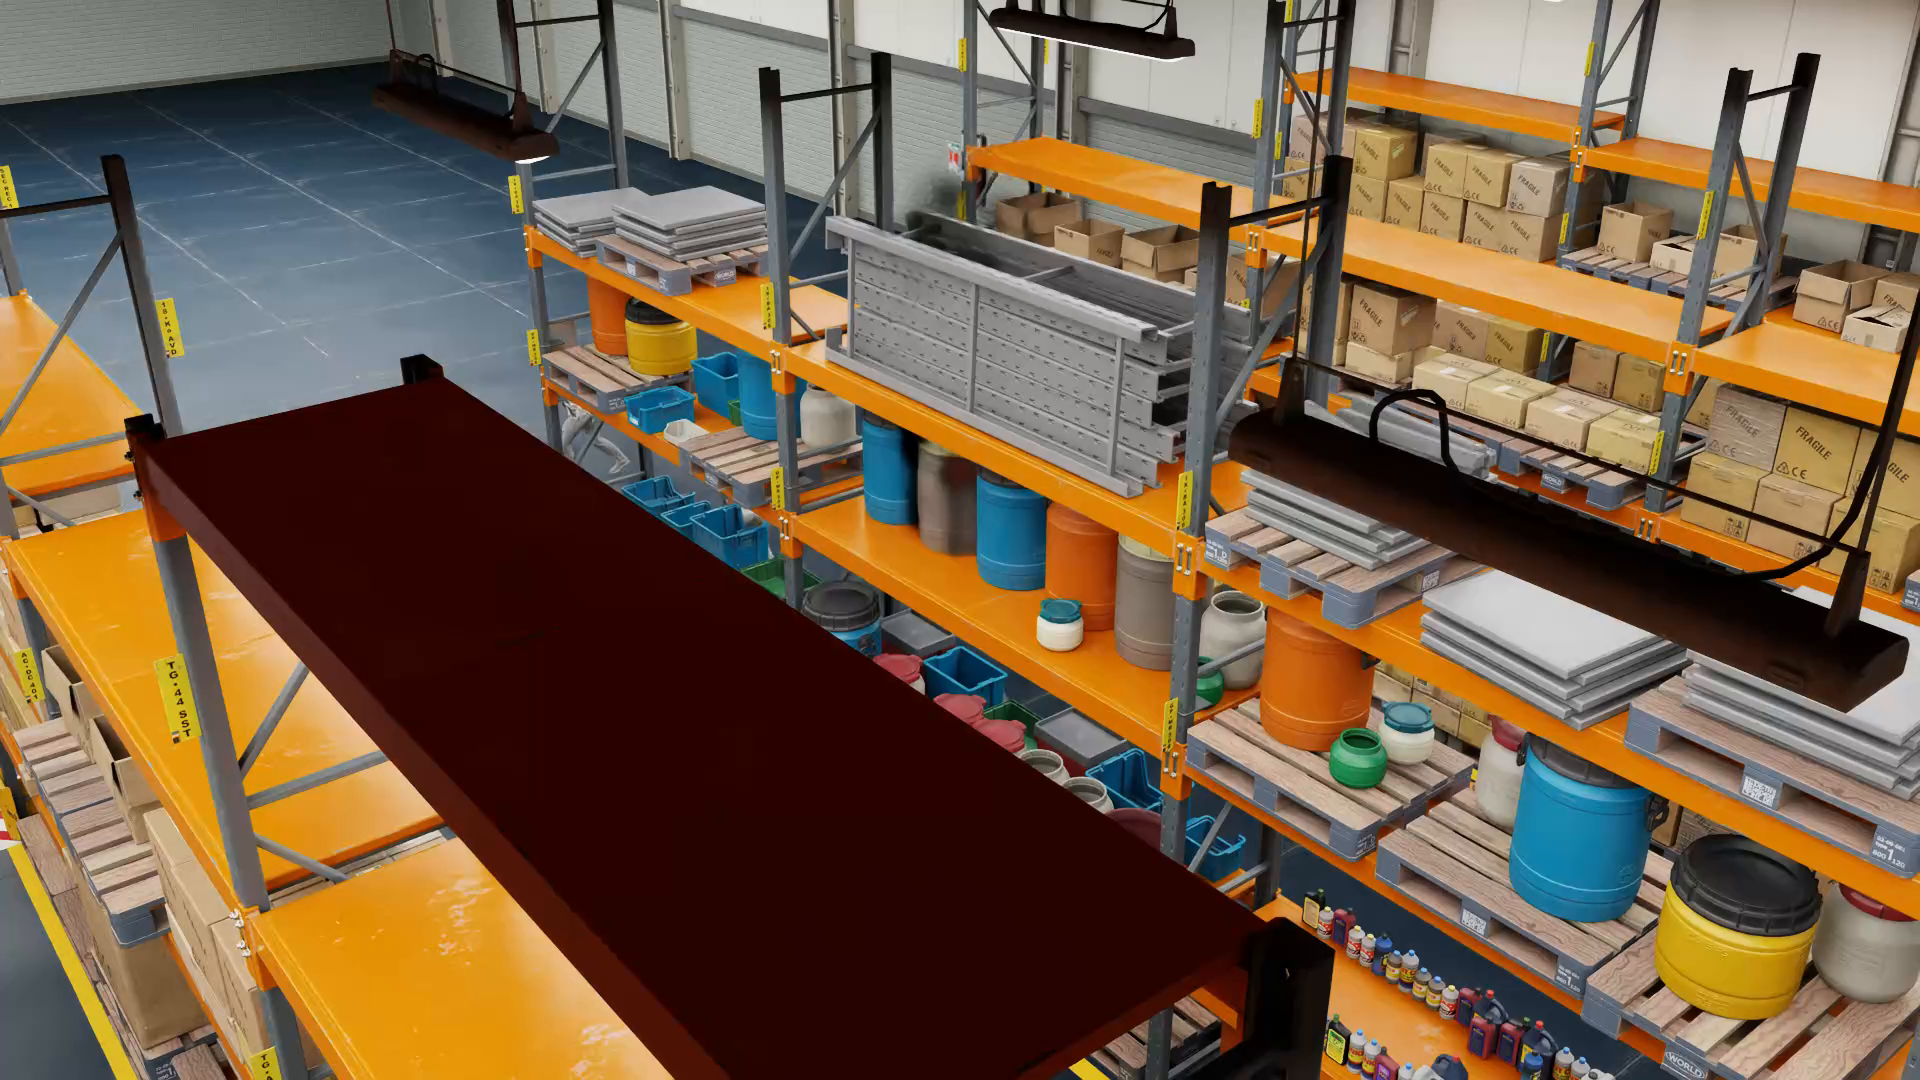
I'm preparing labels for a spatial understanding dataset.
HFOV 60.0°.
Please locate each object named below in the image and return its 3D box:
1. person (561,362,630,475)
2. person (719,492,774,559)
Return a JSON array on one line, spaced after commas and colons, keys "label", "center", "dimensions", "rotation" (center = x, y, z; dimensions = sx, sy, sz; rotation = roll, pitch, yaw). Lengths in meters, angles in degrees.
[{"label": "person", "center": [-4.342, -1.426, 19.273], "dimensions": [0.883, 1.739, 0.623], "rotation": [-1, 26, -3]}, {"label": "person", "center": [-2.164, -0.276, 16.964], "dimensions": [0.639, 1.682, 0.894], "rotation": [-20, 32, -36]}]
